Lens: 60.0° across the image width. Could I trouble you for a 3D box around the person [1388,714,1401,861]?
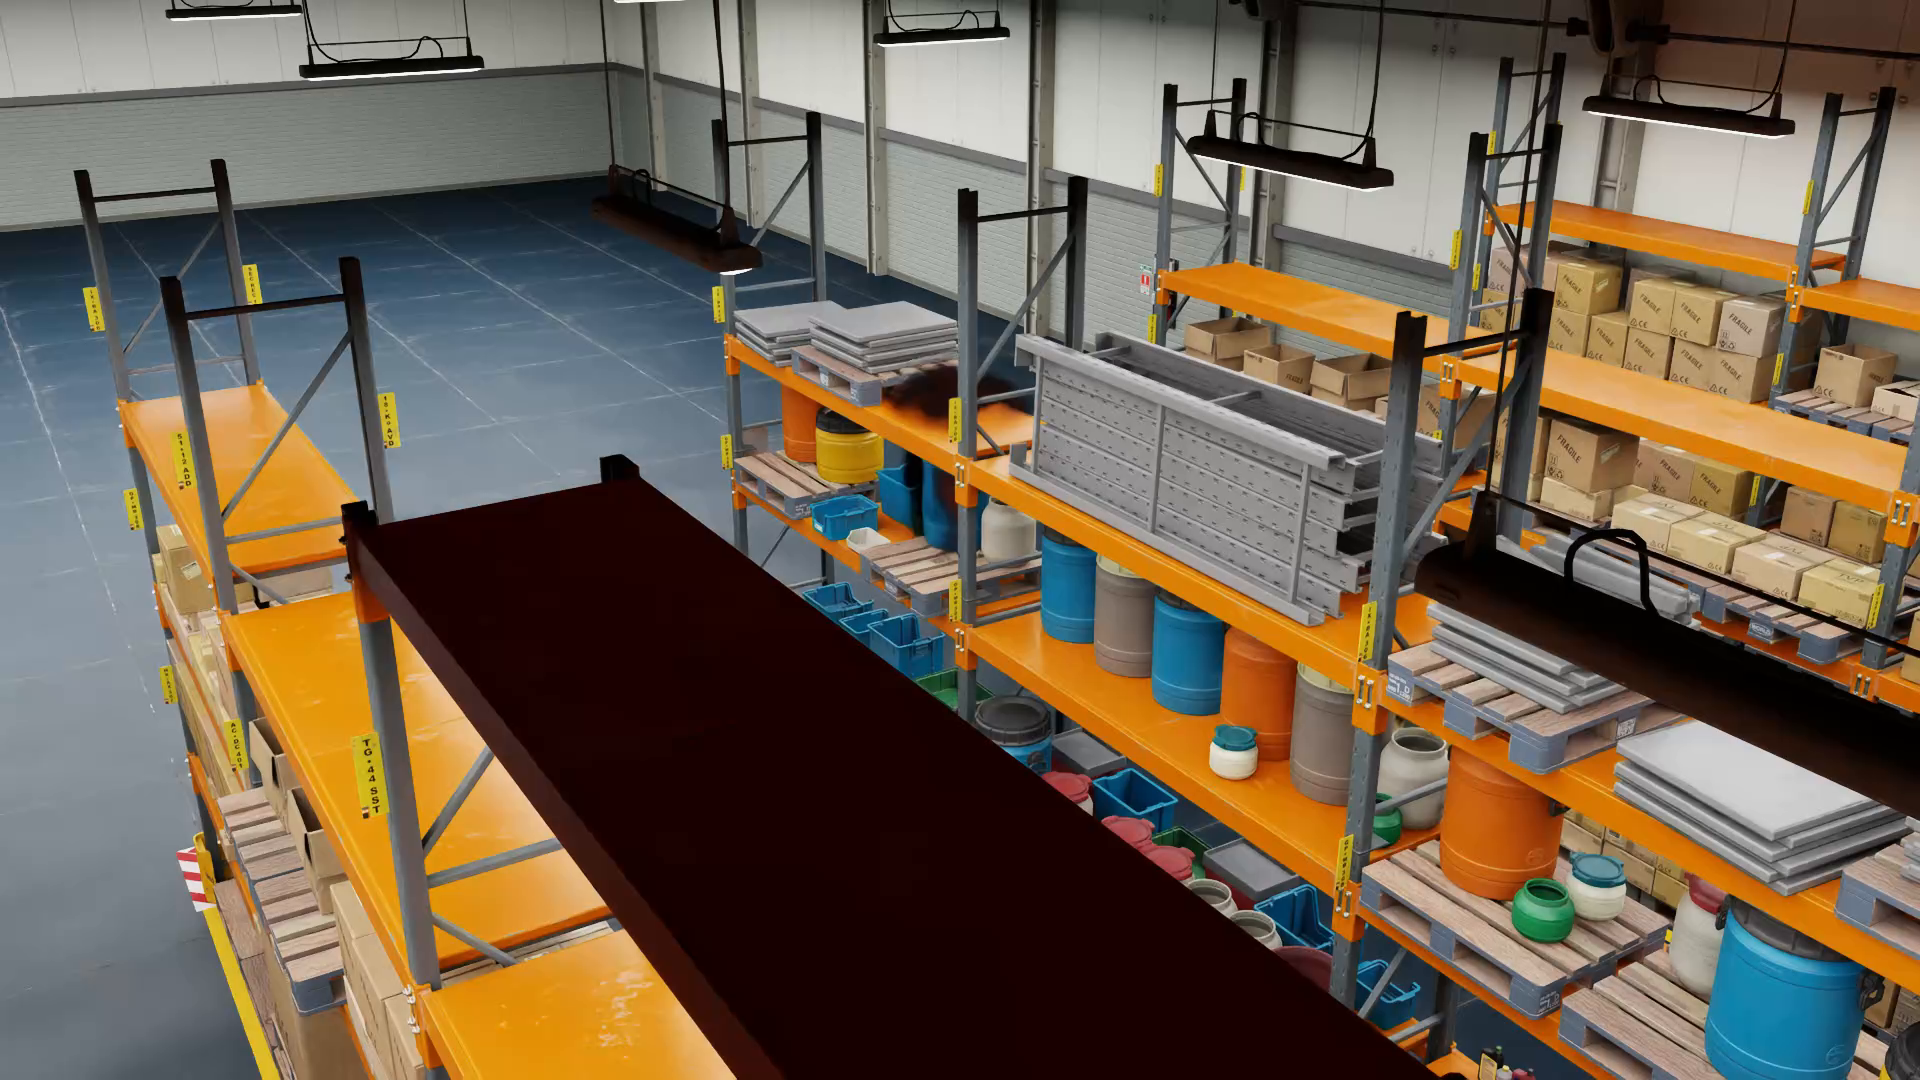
[{"bbox_3d":[3.516,1.992,14.212,0.540,1.621,0.961,-19,29,-39],"label":"person"}]
